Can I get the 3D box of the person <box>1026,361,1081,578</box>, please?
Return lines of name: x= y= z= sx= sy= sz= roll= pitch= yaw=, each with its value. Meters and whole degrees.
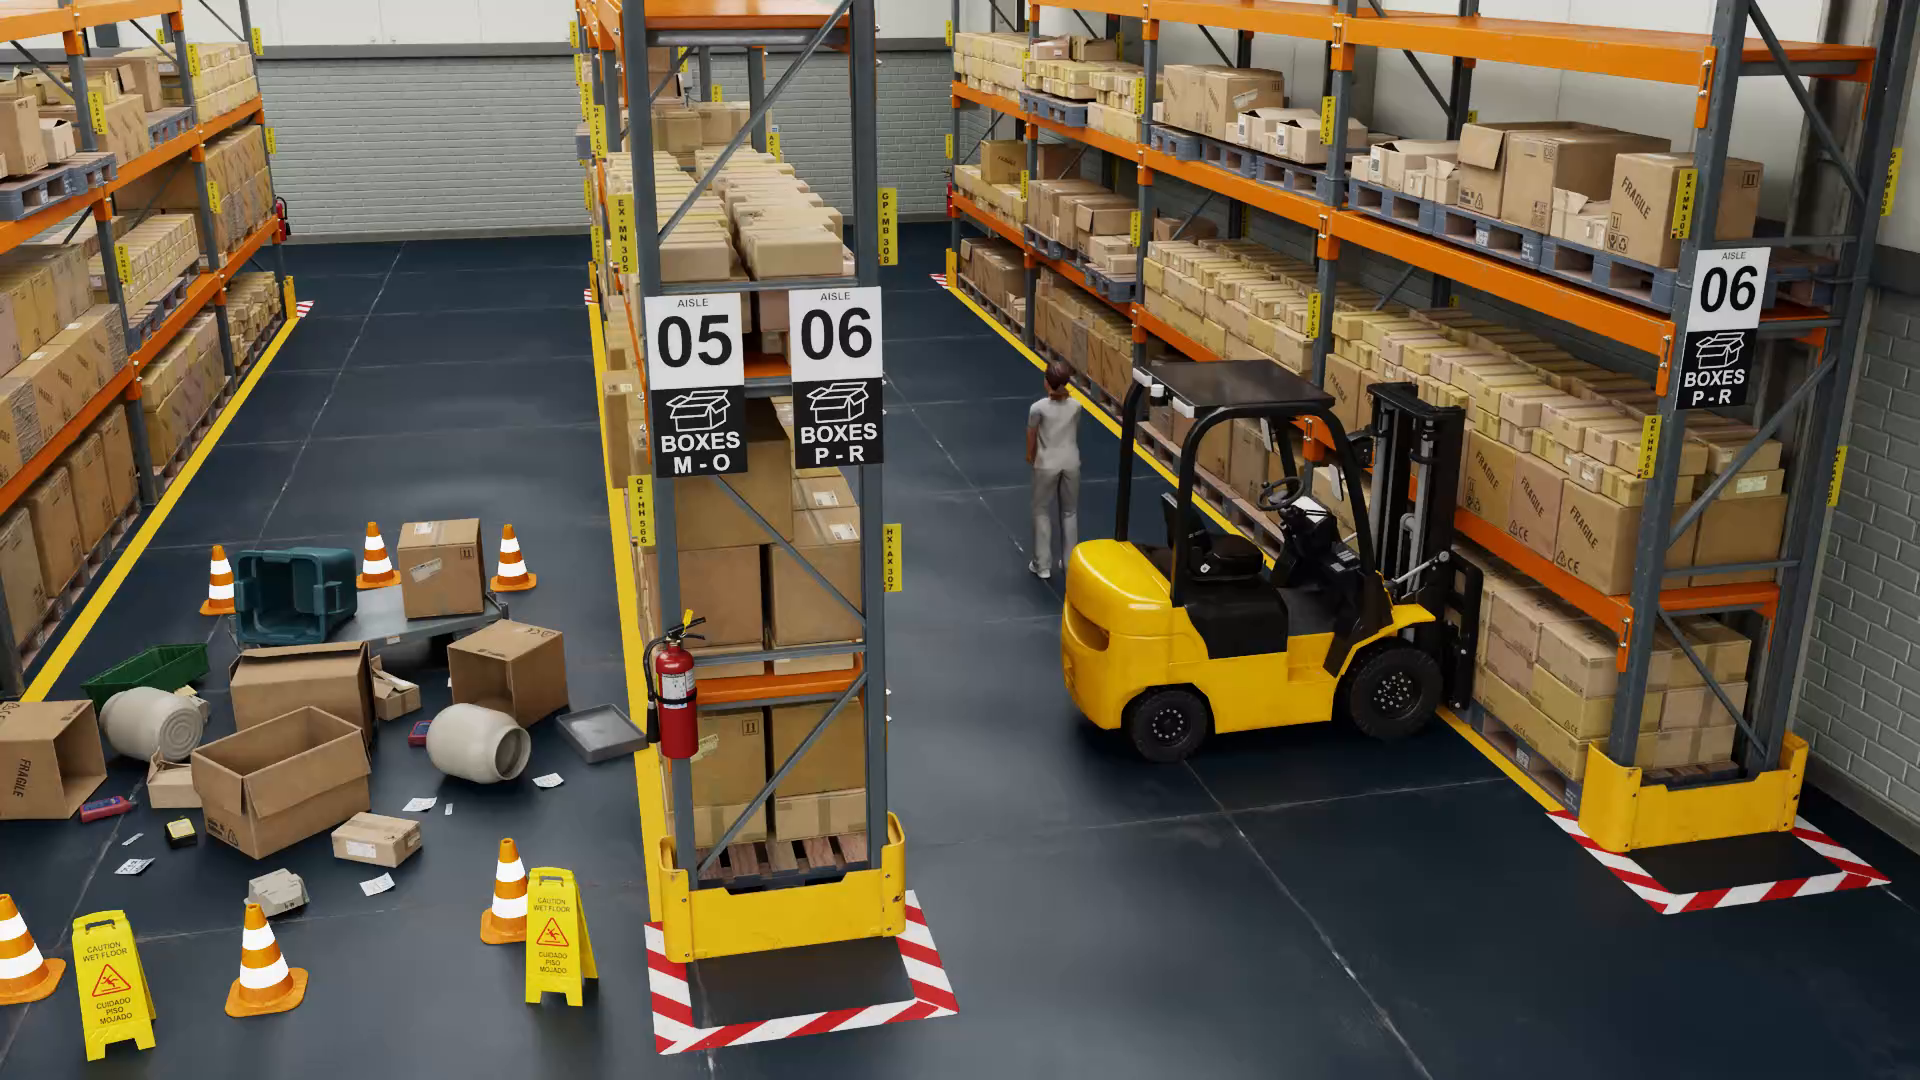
person: x=0.698 y=-0.557 z=12.650 sx=0.410 sy=1.668 sz=0.500 roll=-5 pitch=20 yaw=-13
